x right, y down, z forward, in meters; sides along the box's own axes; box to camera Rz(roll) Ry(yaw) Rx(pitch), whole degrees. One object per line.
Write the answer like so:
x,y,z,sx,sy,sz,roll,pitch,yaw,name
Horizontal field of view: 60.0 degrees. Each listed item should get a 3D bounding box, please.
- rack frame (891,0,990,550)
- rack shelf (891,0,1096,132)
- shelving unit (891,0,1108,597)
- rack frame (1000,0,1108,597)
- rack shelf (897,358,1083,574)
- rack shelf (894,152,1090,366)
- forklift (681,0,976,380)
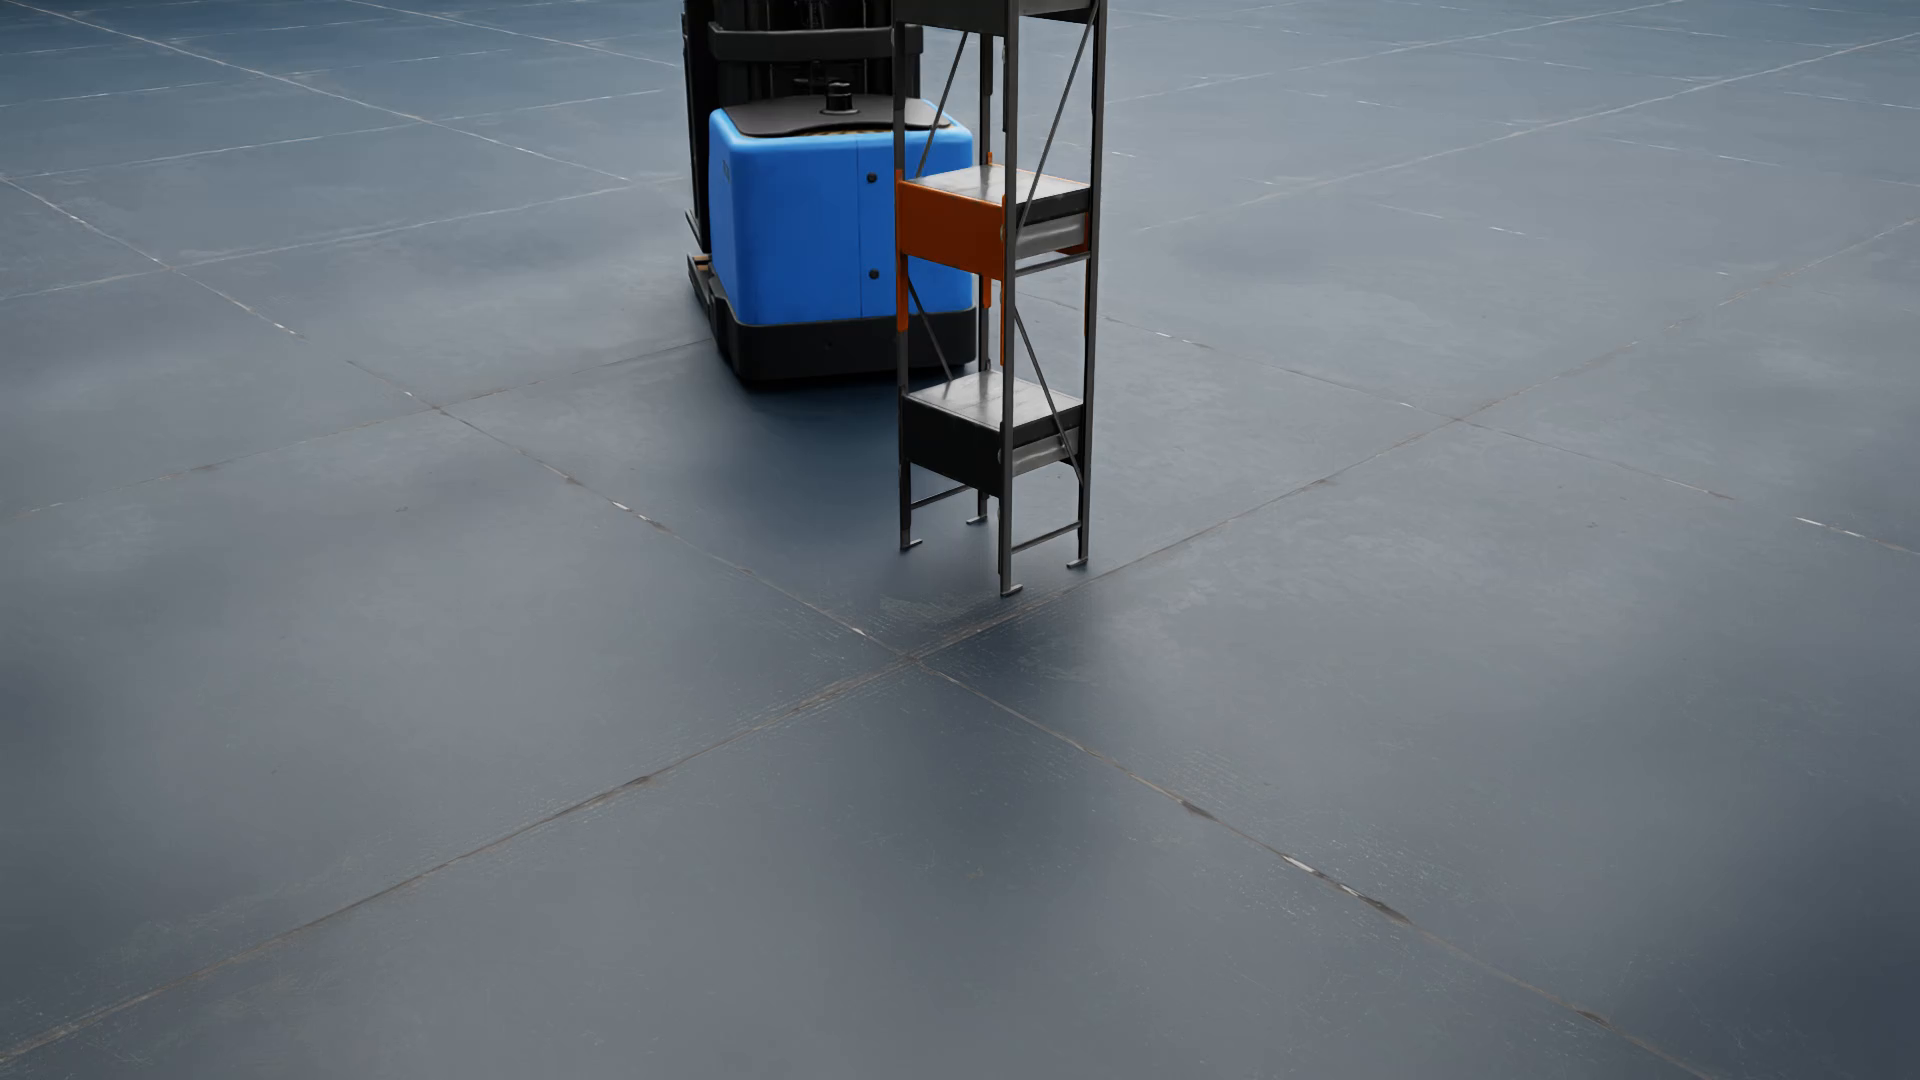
-0.054,-0.979,5.366,0.400,2.100,0.015,-21,32,-38,rack frame
0.113,-1.530,4.919,0.431,0.518,0.480,-21,32,-38,rack shelf
0.113,-0.905,5.204,0.431,2.100,0.503,-21,32,-38,shelving unit
0.280,-0.831,5.042,0.400,2.100,0.015,-21,32,-38,rack frame
0.113,-0.256,5.500,0.431,0.518,0.480,-21,32,-38,rack shelf
0.113,-0.893,5.210,0.431,0.518,0.480,-21,32,-38,rack shelf
-0.790,-2.598,7.913,1.130,2.935,3.031,-6,25,-13,forklift
